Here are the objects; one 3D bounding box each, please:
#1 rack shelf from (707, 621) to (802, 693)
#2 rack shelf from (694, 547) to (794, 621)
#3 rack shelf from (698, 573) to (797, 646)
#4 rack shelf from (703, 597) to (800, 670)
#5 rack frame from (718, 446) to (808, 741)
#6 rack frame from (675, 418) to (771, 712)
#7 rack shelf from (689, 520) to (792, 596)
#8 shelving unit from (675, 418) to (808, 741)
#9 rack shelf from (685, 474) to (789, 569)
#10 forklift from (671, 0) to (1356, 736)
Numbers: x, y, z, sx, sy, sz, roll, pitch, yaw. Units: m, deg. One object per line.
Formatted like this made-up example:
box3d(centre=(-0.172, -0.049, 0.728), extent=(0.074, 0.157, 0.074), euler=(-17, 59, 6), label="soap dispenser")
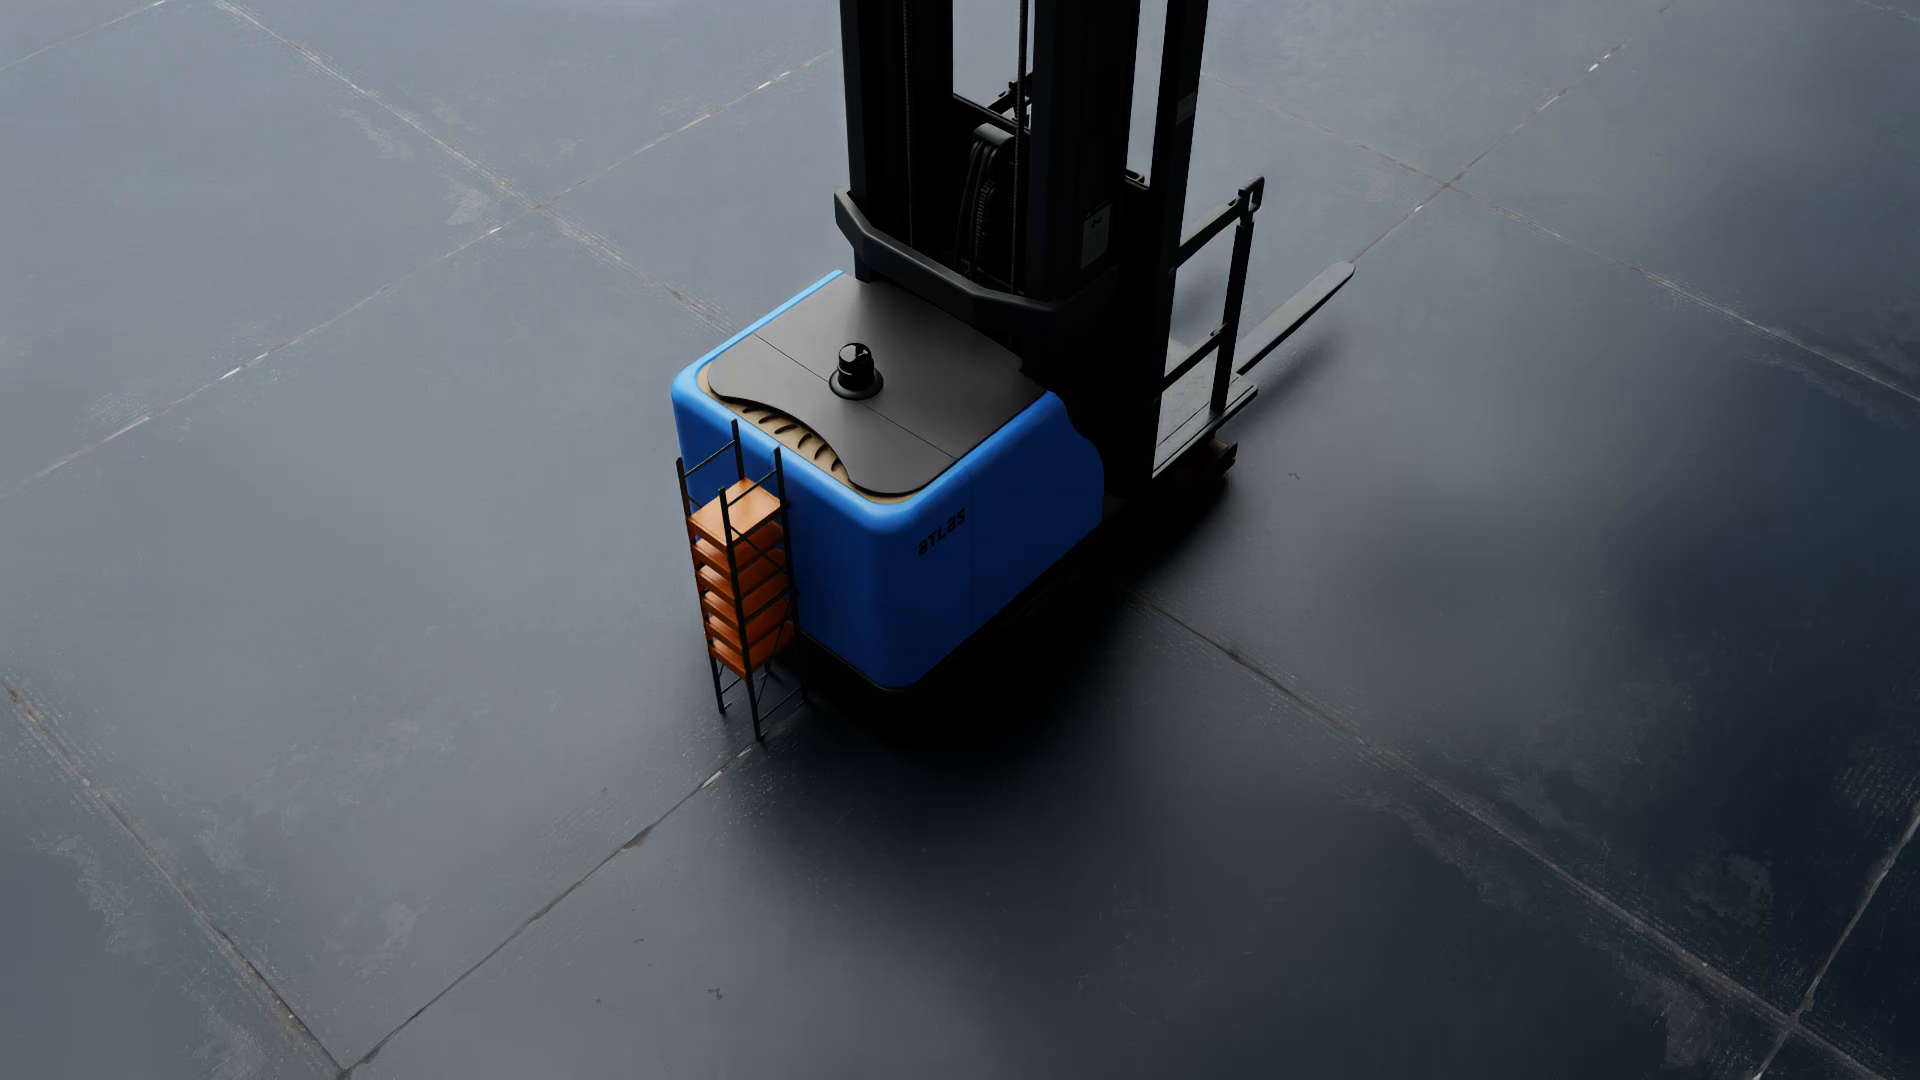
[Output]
box3d(centre=(-0.676, 0.353, 5.486), extent=(0.180, 0.103, 0.258), euler=(33, 55, 27), label="rack shelf")
box3d(centre=(-0.676, 0.107, 5.223), extent=(0.180, 0.103, 0.258), euler=(33, 55, 27), label="rack shelf")
box3d(centre=(-0.676, 0.189, 5.311), extent=(0.180, 0.103, 0.258), euler=(33, 55, 27), label="rack shelf")
box3d(centre=(-0.676, 0.271, 5.398), extent=(0.180, 0.103, 0.258), euler=(33, 55, 27), label="rack shelf")
box3d(centre=(-0.607, 0.203, 5.237), extent=(0.006, 1.200, 0.240), euler=(33, 55, 27), label="rack frame")
box3d(centre=(-0.744, 0.114, 5.320), extent=(0.006, 1.200, 0.240), euler=(33, 55, 27), label="rack frame")
box3d(centre=(-0.676, 0.024, 5.136), extent=(0.180, 0.103, 0.258), euler=(33, 55, 27), label="rack shelf")
box3d(centre=(-0.676, 0.158, 5.278), extent=(0.189, 1.200, 0.258), euler=(33, 55, 27), label="shelving unit")
box3d(centre=(-0.676, -0.058, 5.048), extent=(0.180, 0.103, 0.258), euler=(33, 55, 27), label="rack shelf")
box3d(centre=(0.419, -1.346, 5.504), extent=(1.130, 2.935, 3.031), euler=(33, 55, 27), label="forklift")
